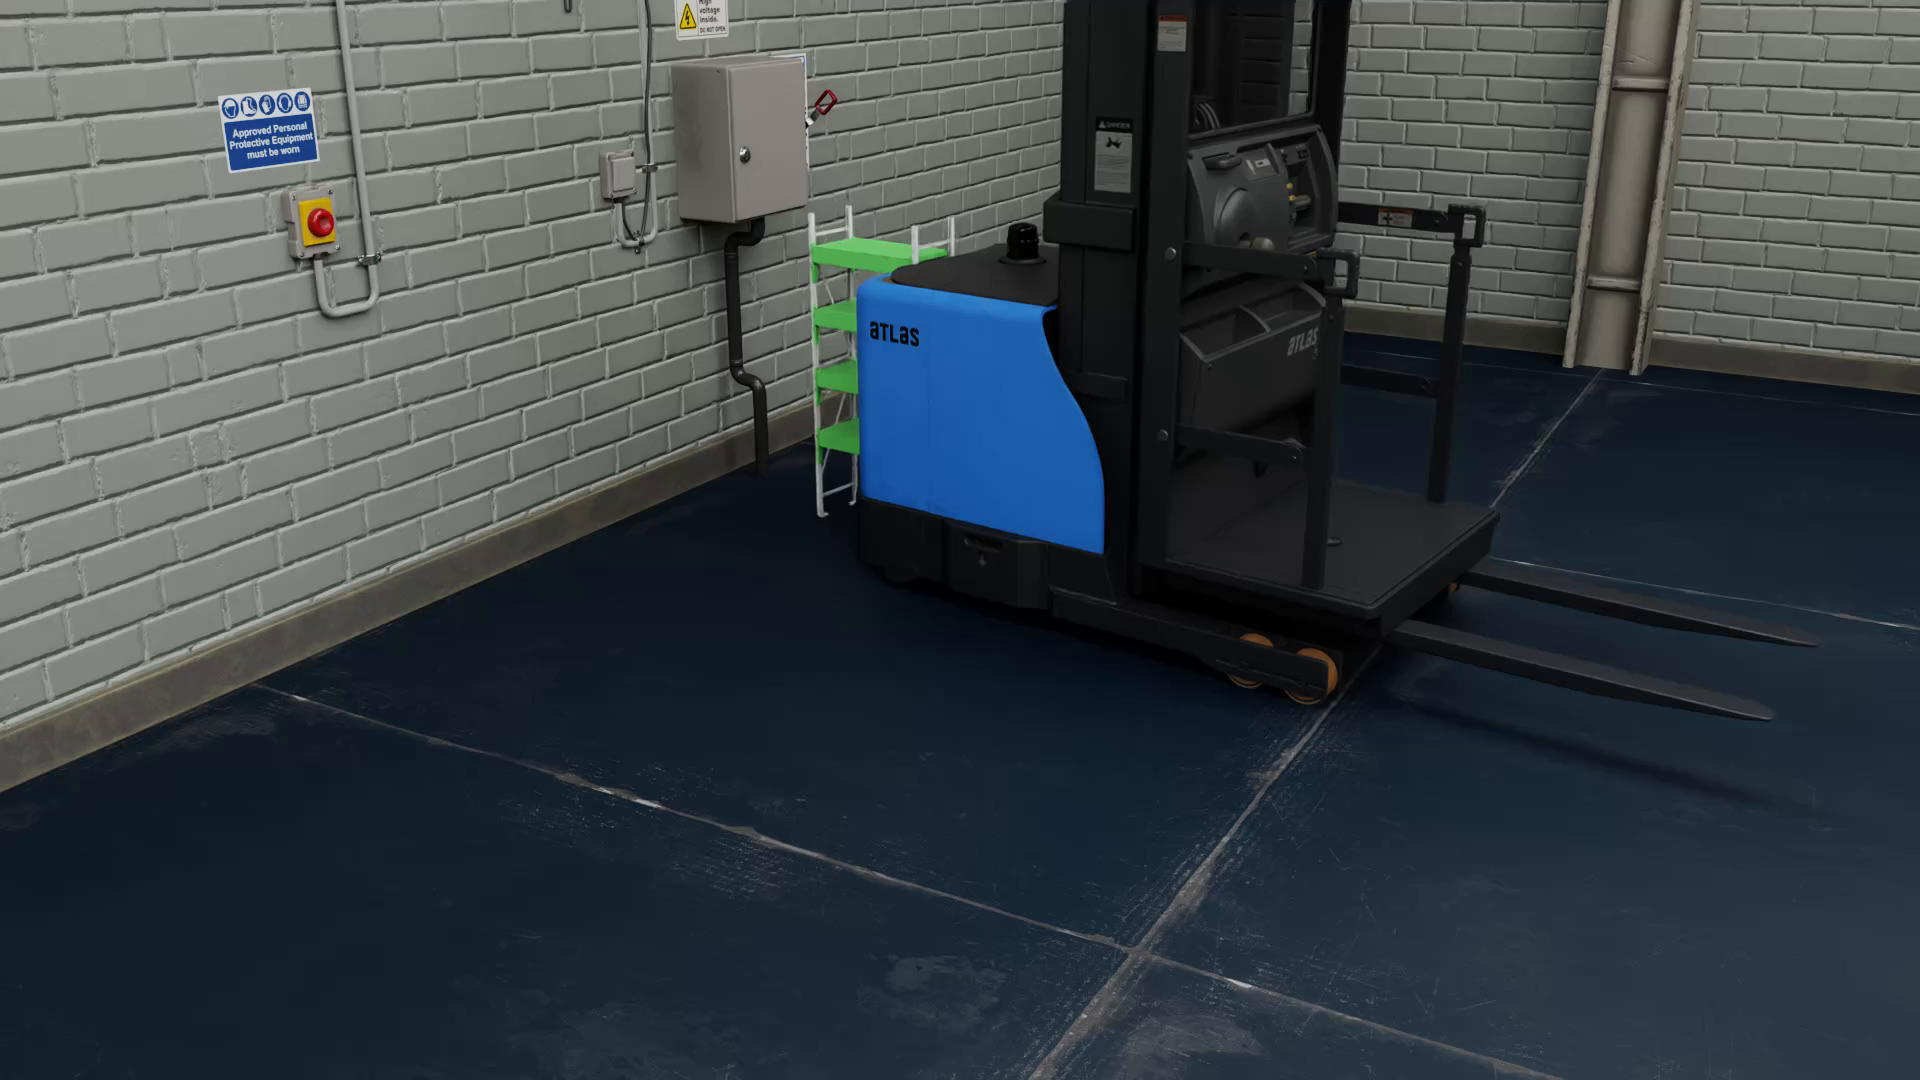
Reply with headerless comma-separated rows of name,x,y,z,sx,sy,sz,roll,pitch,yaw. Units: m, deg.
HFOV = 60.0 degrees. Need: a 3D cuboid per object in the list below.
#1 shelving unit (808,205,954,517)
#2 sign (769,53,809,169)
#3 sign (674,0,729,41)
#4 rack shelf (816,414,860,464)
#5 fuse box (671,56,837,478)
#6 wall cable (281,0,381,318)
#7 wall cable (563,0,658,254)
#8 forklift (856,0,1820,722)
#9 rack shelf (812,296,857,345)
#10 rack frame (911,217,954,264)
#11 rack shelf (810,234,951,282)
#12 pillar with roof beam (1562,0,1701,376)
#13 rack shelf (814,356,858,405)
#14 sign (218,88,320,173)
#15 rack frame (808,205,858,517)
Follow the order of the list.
shelving unit,-0.294,-0.640,6.369,0.503,1.200,0.258,14,24,34
sign,-0.747,-1.827,7.142,0.001,0.494,0.329,11,23,27
sign,-1.015,-2.096,6.534,0.001,0.242,0.339,11,23,27
rack shelf,-0.294,-0.354,6.472,0.480,0.148,0.258,14,24,34
fuse box,-0.807,-1.084,6.845,0.414,1.711,0.539,11,23,27
wall cable,-1.959,-1.581,4.789,0.123,1.953,0.585,11,23,27
wall cable,-1.278,-1.991,5.964,0.122,1.984,0.588,11,23,27
forklift,1.119,-1.088,5.066,3.031,2.935,1.130,14,24,34
rack shelf,-0.294,-0.805,6.309,0.480,0.148,0.258,14,24,34
rack frame,-0.097,-0.591,6.233,0.015,1.200,0.240,14,24,34
rack shelf,-0.294,-1.031,6.227,0.480,0.148,0.258,14,24,34
pillar with roof beam,1.379,-3.892,3.897,0.400,9.000,9.100,11,23,27
rack shelf,-0.294,-0.580,6.391,0.480,0.148,0.258,14,24,34
sign,-2.036,-1.212,4.910,0.001,0.218,0.327,11,23,27
rack frame,-0.491,-0.689,6.504,0.015,1.200,0.240,14,24,34
